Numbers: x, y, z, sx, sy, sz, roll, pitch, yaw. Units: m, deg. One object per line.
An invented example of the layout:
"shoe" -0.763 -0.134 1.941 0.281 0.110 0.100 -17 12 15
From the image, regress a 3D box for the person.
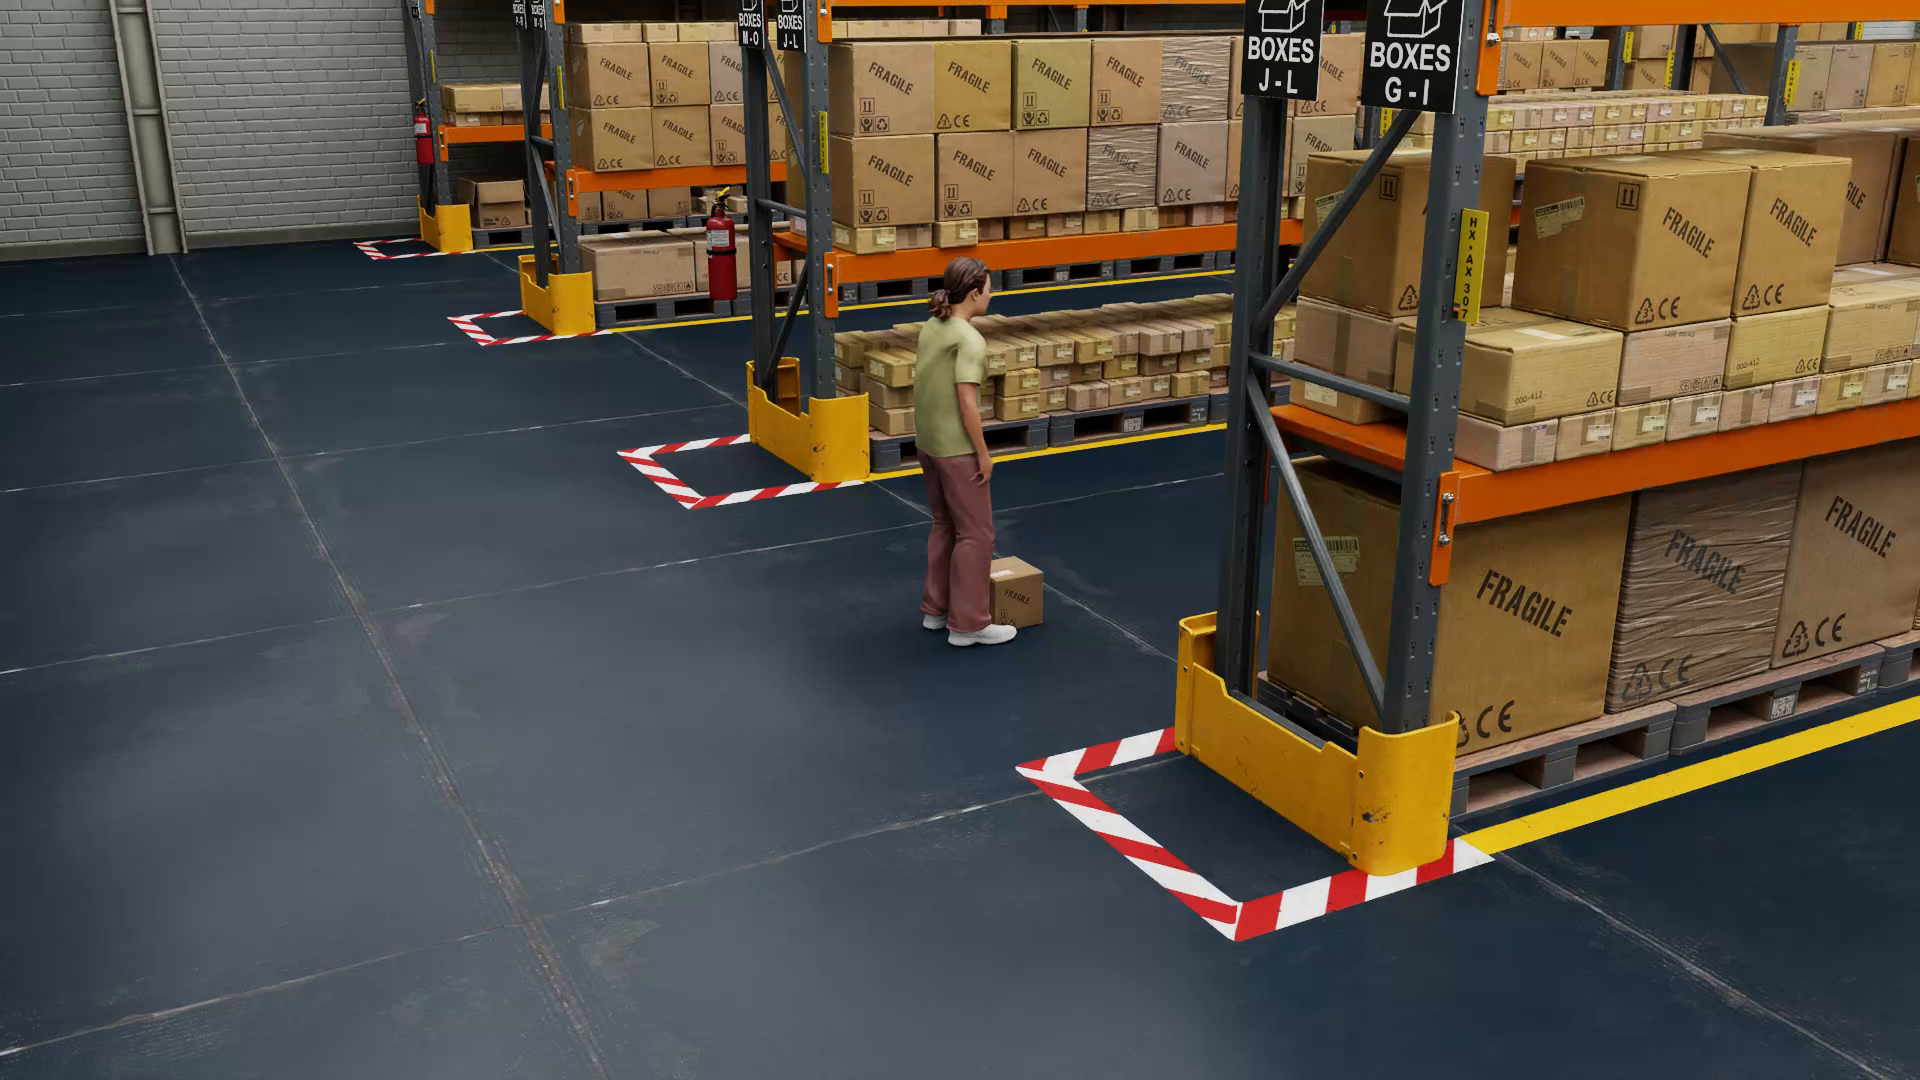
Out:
"person" -0.006 -0.388 7.218 0.358 1.673 0.499 -10 21 -26
